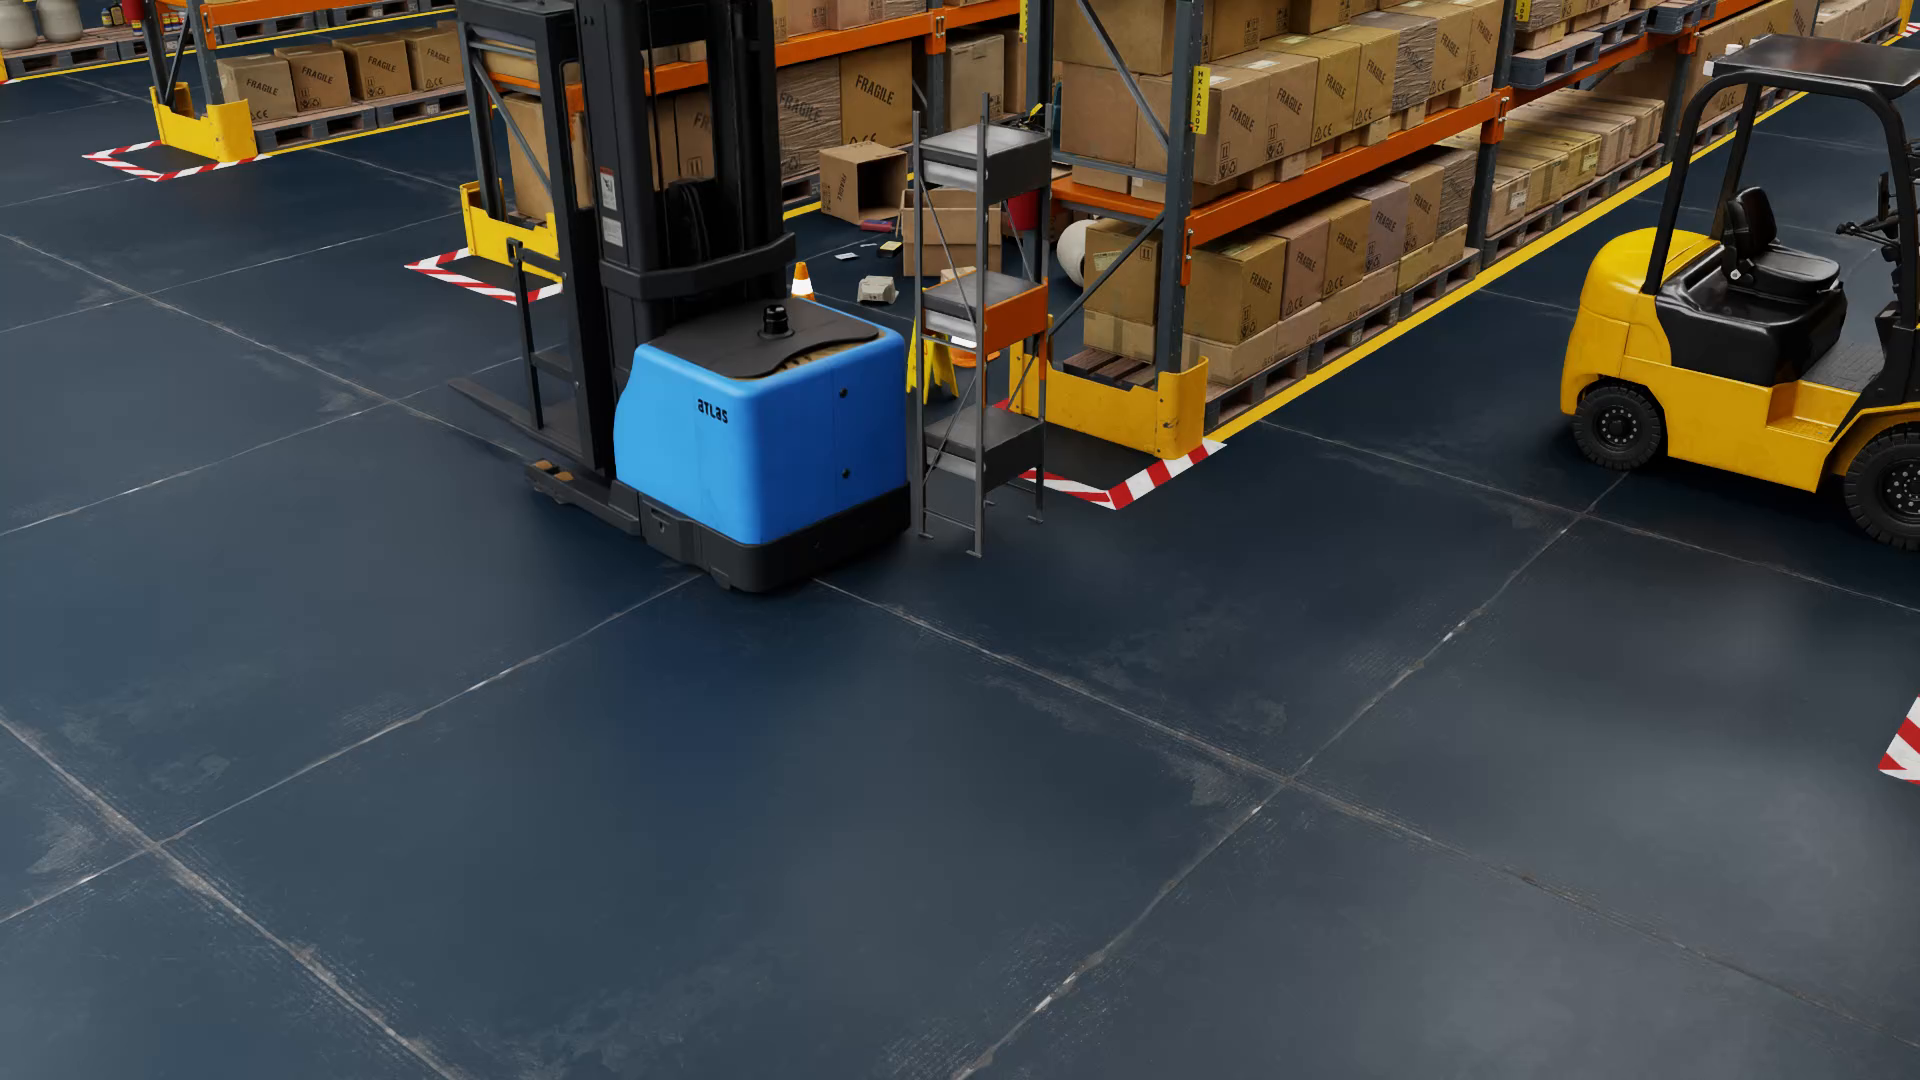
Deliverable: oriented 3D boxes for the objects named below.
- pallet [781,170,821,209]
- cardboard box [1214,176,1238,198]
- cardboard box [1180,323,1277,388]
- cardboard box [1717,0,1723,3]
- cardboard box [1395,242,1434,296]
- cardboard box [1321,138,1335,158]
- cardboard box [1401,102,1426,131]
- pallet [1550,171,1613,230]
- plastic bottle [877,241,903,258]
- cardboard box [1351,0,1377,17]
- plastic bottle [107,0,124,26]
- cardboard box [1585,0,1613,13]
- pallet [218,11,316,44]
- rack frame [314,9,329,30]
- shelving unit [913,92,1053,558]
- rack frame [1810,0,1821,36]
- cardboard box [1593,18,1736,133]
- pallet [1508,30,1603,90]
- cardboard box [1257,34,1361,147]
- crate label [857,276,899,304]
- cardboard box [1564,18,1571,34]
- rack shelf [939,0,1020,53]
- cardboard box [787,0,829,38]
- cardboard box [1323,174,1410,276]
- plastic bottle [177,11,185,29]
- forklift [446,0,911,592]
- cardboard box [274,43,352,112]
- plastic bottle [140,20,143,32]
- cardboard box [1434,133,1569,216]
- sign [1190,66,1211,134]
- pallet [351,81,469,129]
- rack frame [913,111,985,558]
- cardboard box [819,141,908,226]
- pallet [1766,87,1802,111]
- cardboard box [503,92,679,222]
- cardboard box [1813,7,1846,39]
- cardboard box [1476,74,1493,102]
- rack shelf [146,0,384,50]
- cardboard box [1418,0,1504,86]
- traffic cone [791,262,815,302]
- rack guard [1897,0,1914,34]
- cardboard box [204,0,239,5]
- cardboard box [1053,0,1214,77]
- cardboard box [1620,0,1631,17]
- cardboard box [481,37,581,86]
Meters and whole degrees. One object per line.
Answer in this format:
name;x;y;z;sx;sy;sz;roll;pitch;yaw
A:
pallet;-1.887;-2.872;13.571;1.003;0.211;1.213;21;34;34
cardboard box;1.298;-2.004;9.133;0.380;0.149;0.250;21;34;35
cardboard box;1.499;-1.133;9.711;0.500;0.250;0.500;20;34;34
cardboard box;6.367;-4.832;14.489;0.500;0.250;0.500;20;33;34
cardboard box;2.817;-1.866;11.128;0.500;0.250;0.500;20;33;33
cardboard box;1.987;-2.364;9.829;0.380;0.149;0.250;22;35;36
cardboard box;2.704;-2.705;10.487;0.380;0.149;0.250;20;34;34
pallet;4.587;-2.853;13.535;1.003;0.211;1.213;21;34;34
plastic bottle;-0.508;-2.174;12.386;0.133;0.061;0.283;9;29;17
cardboard box;2.188;-3.564;10.353;0.700;0.500;0.500;20;33;33
plastic bottle;-9.806;-6.121;19.295;0.061;0.283;0.133;22;34;36
cardboard box;4.480;-4.175;12.166;0.500;0.500;0.500;21;34;34
pallet;-8.611;-6.260;20.121;1.003;0.211;1.213;21;34;34
rack frame;-8.152;-7.724;19.917;1.000;3.000;0.127;21;34;34
shelving unit;0.105;-0.991;7.881;0.431;2.100;0.503;21;34;34
rack frame;8.406;-6.217;17.003;1.000;3.000;0.127;21;34;34
cardboard box;6.365;-4.262;15.080;0.875;0.875;0.875;20;34;34
pallet;3.915;-3.524;12.006;1.003;0.211;1.213;21;34;34
cardboard box;1.938;-2.591;9.562;0.500;0.500;0.500;20;33;33
crate label;-0.570;-1.721;11.428;0.250;0.136;0.298;4;28;8
cardboard box;4.199;-3.768;12.085;0.380;0.149;0.250;23;35;37
rack shelf;0.705;-5.181;15.783;1.077;0.370;4.000;21;34;34
cardboard box;-1.559;-4.365;13.260;0.875;0.550;0.550;21;34;34
cardboard box;2.502;-2.029;10.626;0.500;0.500;0.500;23;35;37
plastic bottle;-8.958;-6.003;19.155;0.097;0.201;0.097;0;27;0
forklift;-1.642;-1.637;8.225;3.031;2.935;1.130;25;36;39
cardboard box;-6.110;-4.373;15.703;0.500;0.500;0.500;-18;32;-31
plastic bottle;-9.236;-5.847;18.855;0.097;0.201;0.097;0;27;0
cardboard box;4.103;-2.843;12.883;0.950;0.372;0.625;23;35;37
sign;1.192;-2.188;8.273;0.100;0.325;0.005;21;34;34
pallet;-5.505;-4.355;16.439;1.003;0.211;1.213;21;34;34
rack frame;-0.050;-0.905;7.714;0.400;2.100;0.015;21;34;34
cardboard box;-0.762;-2.832;13.177;0.500;0.500;0.500;-21;34;-35
pallet;7.973;-4.683;17.072;1.003;0.211;1.213;21;34;34
cardboard box;-2.731;-2.876;12.400;0.875;0.875;0.875;21;34;35
cardboard box;8.888;-5.457;17.865;0.875;0.438;0.875;20;34;34
cardboard box;3.348;-3.066;11.185;0.380;0.149;0.250;20;34;34
rack shelf;-5.602;-5.248;15.913;1.077;0.370;4.000;21;34;34
cardboard box;3.226;-3.327;10.984;0.500;0.500;0.500;20;33;33
traffic cone;-1.022;-1.569;10.779;0.336;0.463;0.334;21;34;34
rack guard;10.965;-6.533;20.335;1.175;0.500;0.348;21;34;34
cardboard box;-6.509;-4.778;14.496;0.380;0.149;0.250;21;34;34
cardboard box;0.929;-2.828;8.931;0.700;0.500;0.500;20;33;33
cardboard box;4.910;-4.116;12.759;0.380;0.149;0.250;20;33;33
cardboard box;-2.910;-3.585;11.751;0.875;0.550;0.550;21;34;34
